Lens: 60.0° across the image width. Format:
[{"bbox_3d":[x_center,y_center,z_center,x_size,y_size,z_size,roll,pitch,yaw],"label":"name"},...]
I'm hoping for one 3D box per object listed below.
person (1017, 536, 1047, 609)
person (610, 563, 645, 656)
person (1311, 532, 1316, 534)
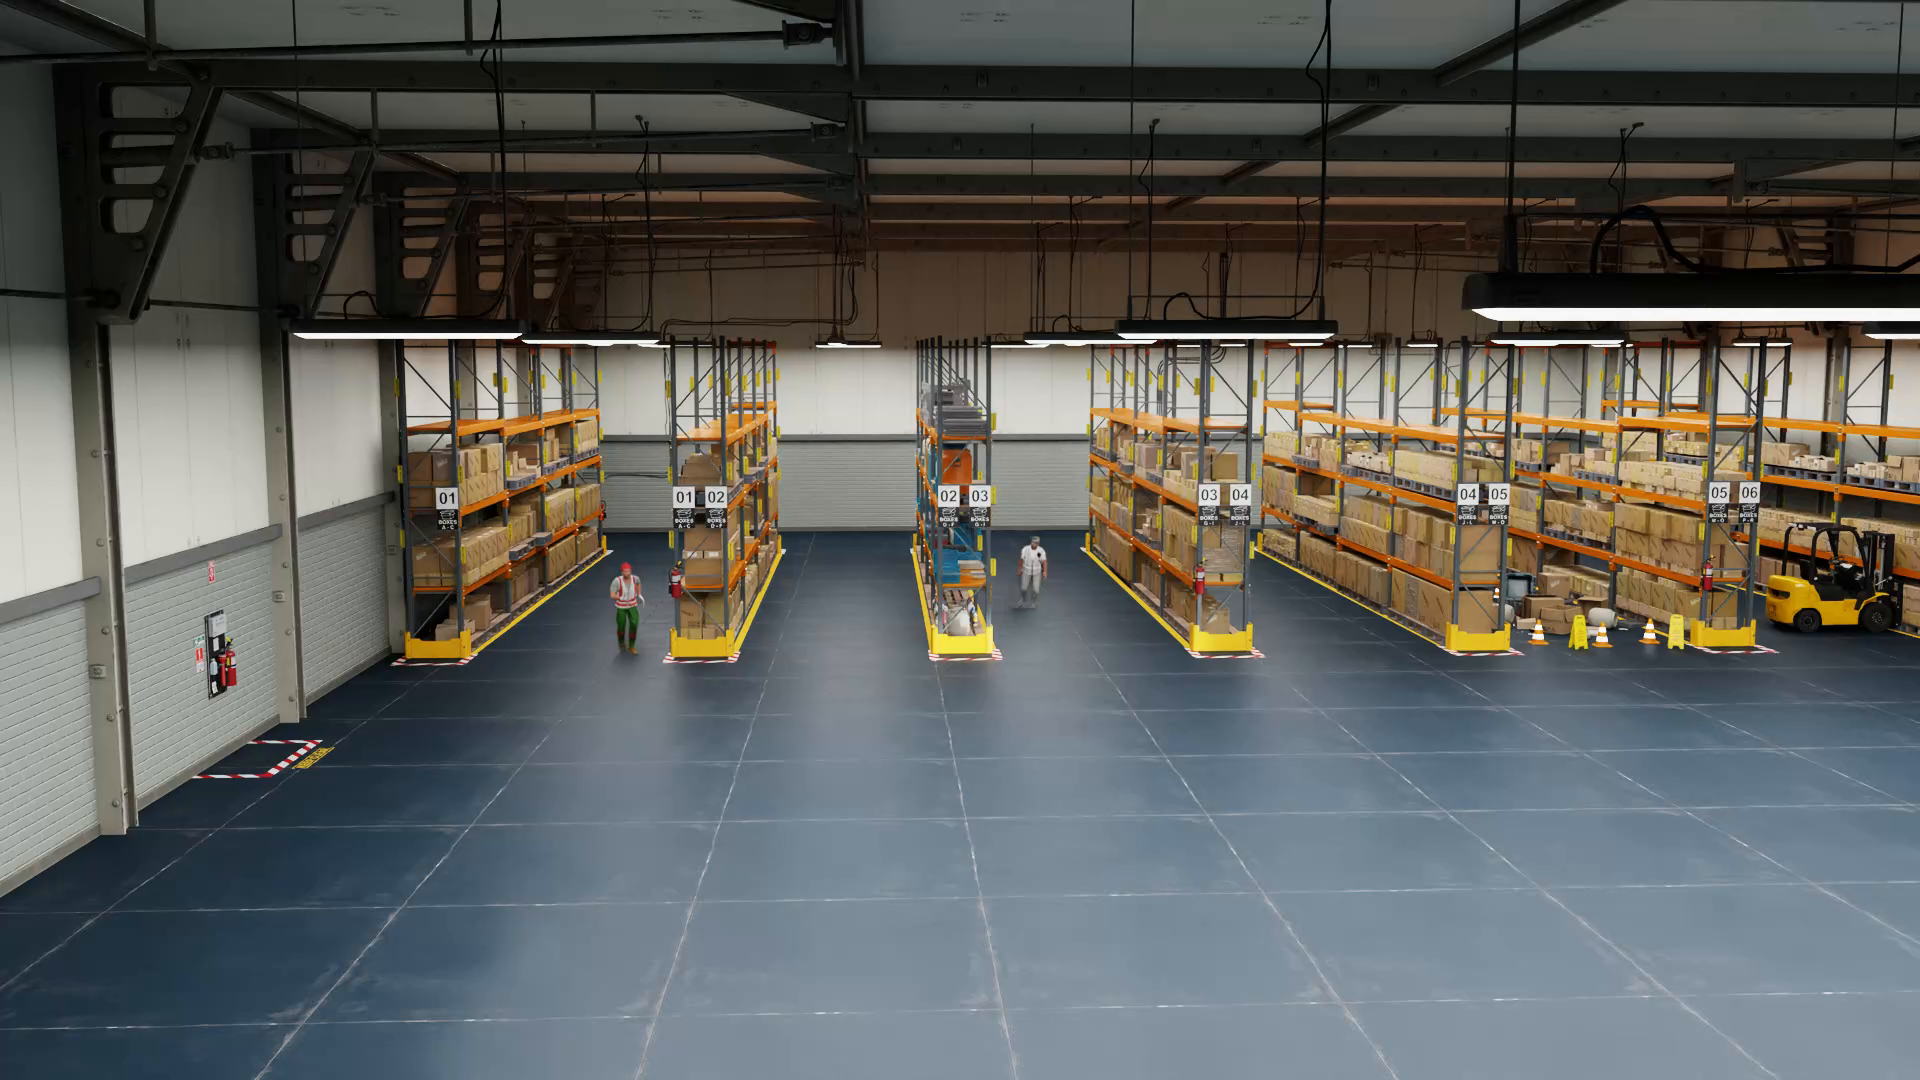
[{"bbox_3d":[1.595,0.714,36.779,0.665,1.647,0.668,0,6,-1],"label":"person"},{"bbox_3d":[-6.305,1.282,31.533,0.691,1.751,0.968,-2,7,-19],"label":"person"},{"bbox_3d":[10.465,-0.589,48.448,0.646,1.713,0.619,3,7,27],"label":"person"}]
